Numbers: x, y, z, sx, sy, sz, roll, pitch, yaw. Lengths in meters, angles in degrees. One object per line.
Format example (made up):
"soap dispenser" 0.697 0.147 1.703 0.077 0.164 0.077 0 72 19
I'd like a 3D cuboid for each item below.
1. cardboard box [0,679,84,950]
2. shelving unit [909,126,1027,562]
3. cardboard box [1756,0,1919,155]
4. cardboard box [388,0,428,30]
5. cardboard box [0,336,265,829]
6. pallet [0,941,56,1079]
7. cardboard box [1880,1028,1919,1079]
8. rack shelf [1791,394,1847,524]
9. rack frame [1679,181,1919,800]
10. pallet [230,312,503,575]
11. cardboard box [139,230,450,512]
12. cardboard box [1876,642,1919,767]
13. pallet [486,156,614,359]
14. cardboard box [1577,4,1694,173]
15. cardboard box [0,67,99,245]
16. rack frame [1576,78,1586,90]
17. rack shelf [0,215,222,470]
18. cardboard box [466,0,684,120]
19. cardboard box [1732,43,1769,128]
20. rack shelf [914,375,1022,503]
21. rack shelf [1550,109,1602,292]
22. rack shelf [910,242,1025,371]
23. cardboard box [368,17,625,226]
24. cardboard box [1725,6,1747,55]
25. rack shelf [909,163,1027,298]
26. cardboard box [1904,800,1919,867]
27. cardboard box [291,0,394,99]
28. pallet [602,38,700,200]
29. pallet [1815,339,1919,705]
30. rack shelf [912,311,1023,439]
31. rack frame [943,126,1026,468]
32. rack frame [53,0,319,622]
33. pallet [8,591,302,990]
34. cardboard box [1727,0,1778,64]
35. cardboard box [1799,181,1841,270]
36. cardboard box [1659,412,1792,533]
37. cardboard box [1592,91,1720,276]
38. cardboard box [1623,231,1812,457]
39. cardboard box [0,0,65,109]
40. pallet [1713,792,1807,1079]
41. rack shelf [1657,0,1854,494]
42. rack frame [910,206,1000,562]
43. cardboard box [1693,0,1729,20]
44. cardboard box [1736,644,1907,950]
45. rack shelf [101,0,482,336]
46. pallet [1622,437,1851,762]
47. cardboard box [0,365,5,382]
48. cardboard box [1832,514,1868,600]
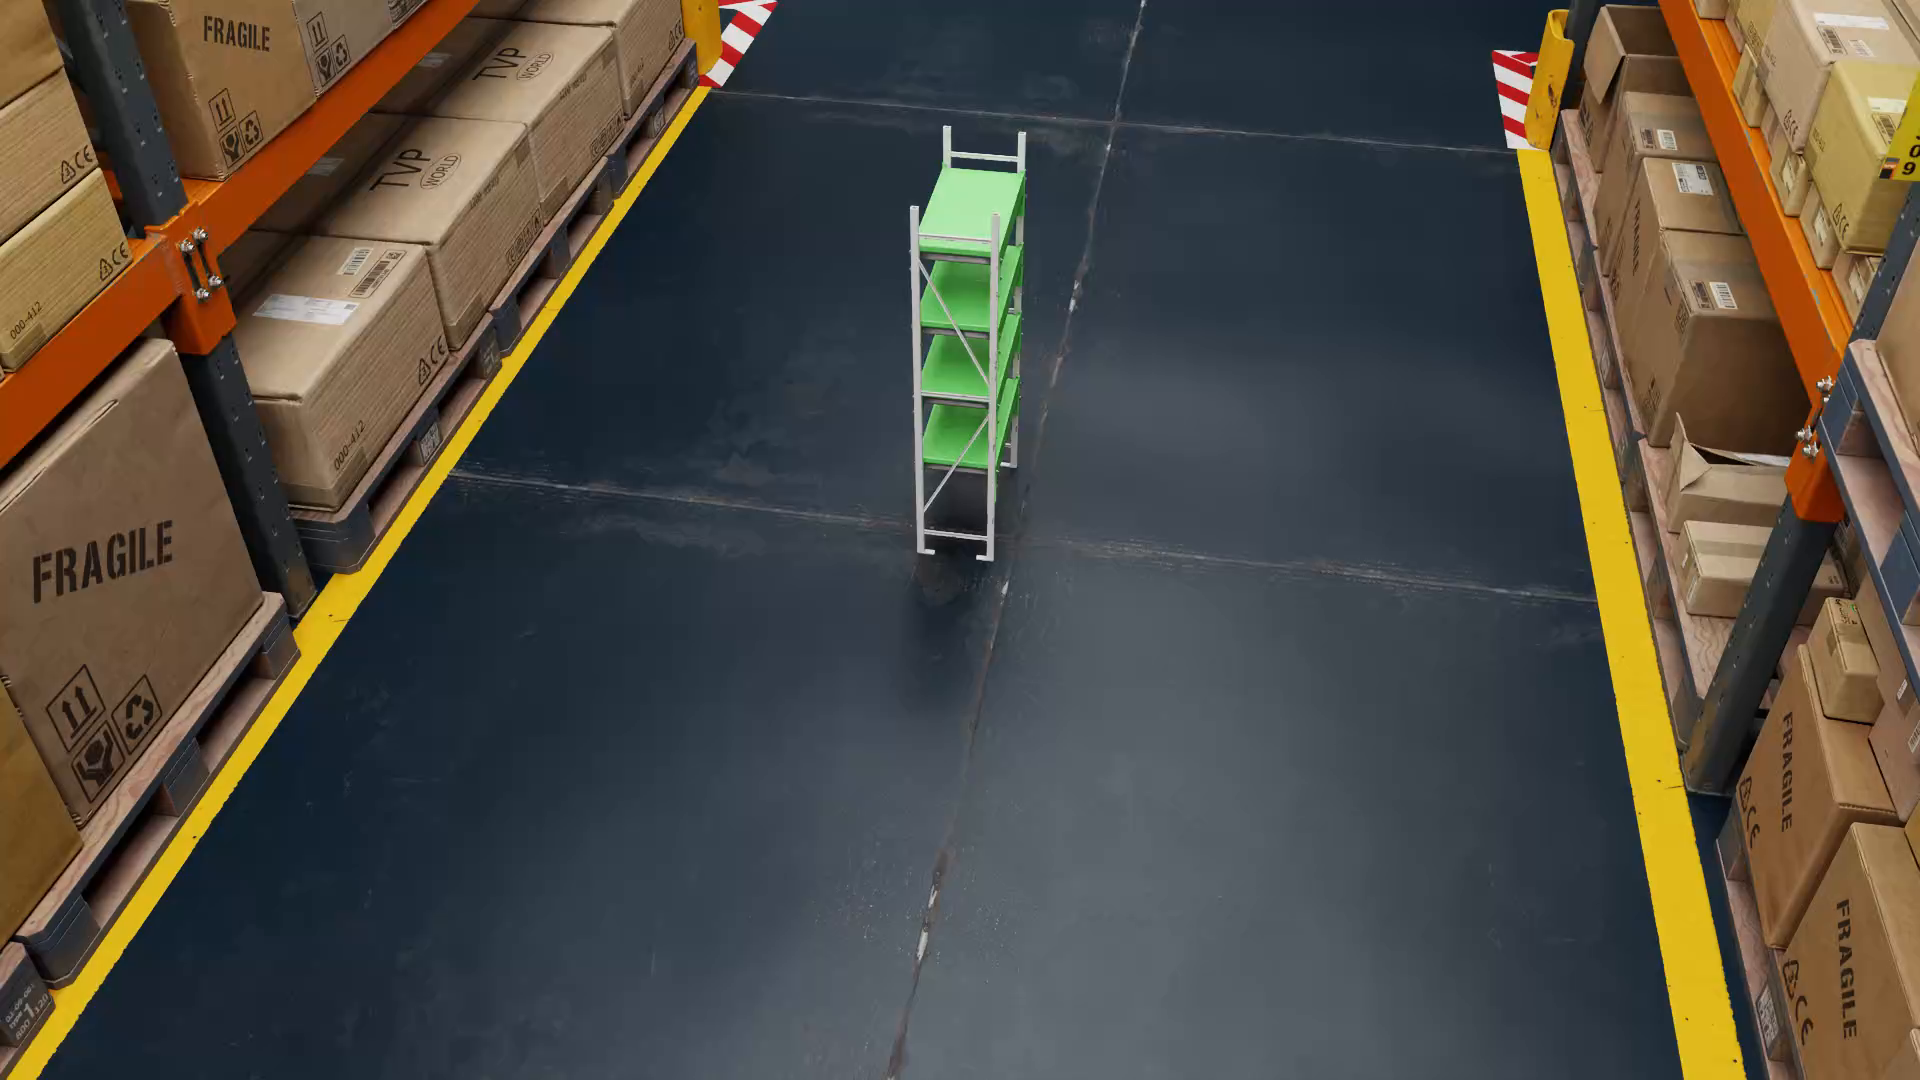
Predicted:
"cardboard box" -2.629 0.615 3.490 0.875 0.875 0.875 7 40 9
"shelving unit" 0.029 -0.566 4.993 0.258 1.200 0.503 6 40 8
"cardboard box" 2.358 -1.182 4.210 0.500 0.250 0.500 7 40 8
"cardboard box" -1.929 -1.938 5.162 0.500 0.500 0.500 7 40 8
"cardboard box" -2.480 0.047 4.176 0.875 0.875 0.875 8 40 9
"pallet" -2.720 1.328 3.479 1.003 0.211 1.213 6 40 8
"cardboard box" 1.959 1.266 2.997 0.500 0.500 0.500 5 40 6
"rack shelf" 2.092 1.070 2.166 1.077 0.370 4.000 6 40 8
"rack frame" 2.438 -0.463 3.455 1.000 3.000 0.127 6 40 8
"pallet" -2.243 -0.401 5.570 1.003 0.211 1.213 6 40 8
"cardboard box" -2.237 -0.564 5.259 0.875 0.438 0.875 6 40 7
"cardboard box" 2.116 0.339 3.376 0.380 0.149 0.250 5 40 6
"pallet" -2.034 -1.169 6.499 1.003 0.211 1.213 6 40 8
"cardboard box" 2.931 -1.799 6.702 0.797 0.503 0.637 5 40 6
"cardboard box" -2.288 -0.839 3.636 0.500 0.250 0.500 6 40 8
"rack frame" 3.127 -2.973 6.492 0.949 2.616 0.053 6 40 8
"rack shelf" -2.798 0.525 2.826 1.077 0.370 4.000 6 40 8
"cardboard box" -1.775 -2.267 7.319 0.875 0.438 0.875 5 40 6
"cardboard box" 2.378 -1.250 4.605 0.380 0.149 0.250 6 40 7
"rack shelf" 0.029 -0.332 5.187 0.258 0.148 0.480 6 40 8
"rack shelf" -12.545 -0.712 3.915 30.696 2.800 11.642 6 40 8
"rack shelf" 0.029 -0.702 4.881 0.258 0.148 0.480 6 40 8
"cardboard box" -1.925 -1.692 6.623 0.875 0.438 0.875 7 40 9
"cardboard box" 2.529 -1.560 4.980 0.380 0.149 0.250 6 40 8
"rack shelf" 0.029 -0.887 4.728 0.258 0.148 0.480 6 40 8
"cardboard box" 2.109 0.629 3.258 0.380 0.149 0.250 4 40 5
"cardboard box" -2.021 -1.627 4.785 0.500 0.500 0.500 7 40 8
"pallet" -1.821 -1.933 7.422 1.003 0.211 1.213 6 40 8
"pallet" 2.192 0.101 2.925 1.003 0.211 1.213 6 40 8
"rack shelf" 0.029 -0.517 5.034 0.258 0.148 0.480 6 40 8
"rack frame" 0.071 -0.719 5.179 0.240 1.200 0.015 6 40 8
"rack frame" -2.452 -1.008 4.115 1.000 3.000 0.127 6 40 8
"pallet" -2.511 0.560 4.407 1.003 0.211 1.213 6 40 8
"cardboard box" 2.457 -1.493 4.587 0.500 0.250 0.500 6 40 7
"cardboard box" 2.268 -0.759 4.012 0.380 0.149 0.250 7 40 9
"cardboard box" 2.307 -0.177 4.926 0.396 0.266 0.258 8 40 9
"cardboard box" 2.745 -1.266 6.059 0.700 0.500 0.500 8 40 9
"cardboard box" 2.565 -0.614 5.271 0.700 0.500 0.500 5 40 6
"cardboard box" -2.282 -1.123 3.391 0.500 0.500 0.500 8 40 9
"pallet" 2.334 1.127 3.722 1.003 0.211 1.213 6 40 8
"rack shelf" 2.784 -1.440 5.203 1.077 0.370 4.000 6 40 8
"rack frame" -0.014 -0.413 4.808 0.240 1.200 0.015 6 40 8
"cardboard box" 2.506 -1.729 5.185 0.380 0.149 0.250 7 40 9
"cardboard box" 2.133 0.618 3.781 0.500 0.500 0.500 8 40 10
"rack shelf" -2.105 -1.985 5.862 1.077 0.370 4.000 6 40 8
"pallet" 2.558 0.181 4.865 1.003 0.211 1.213 6 40 8
"cardboard box" -2.370 -0.321 3.402 0.500 0.250 0.500 6 40 7
"cardboard box" 2.785 0.023 4.648 0.500 0.311 0.500 8 40 9
